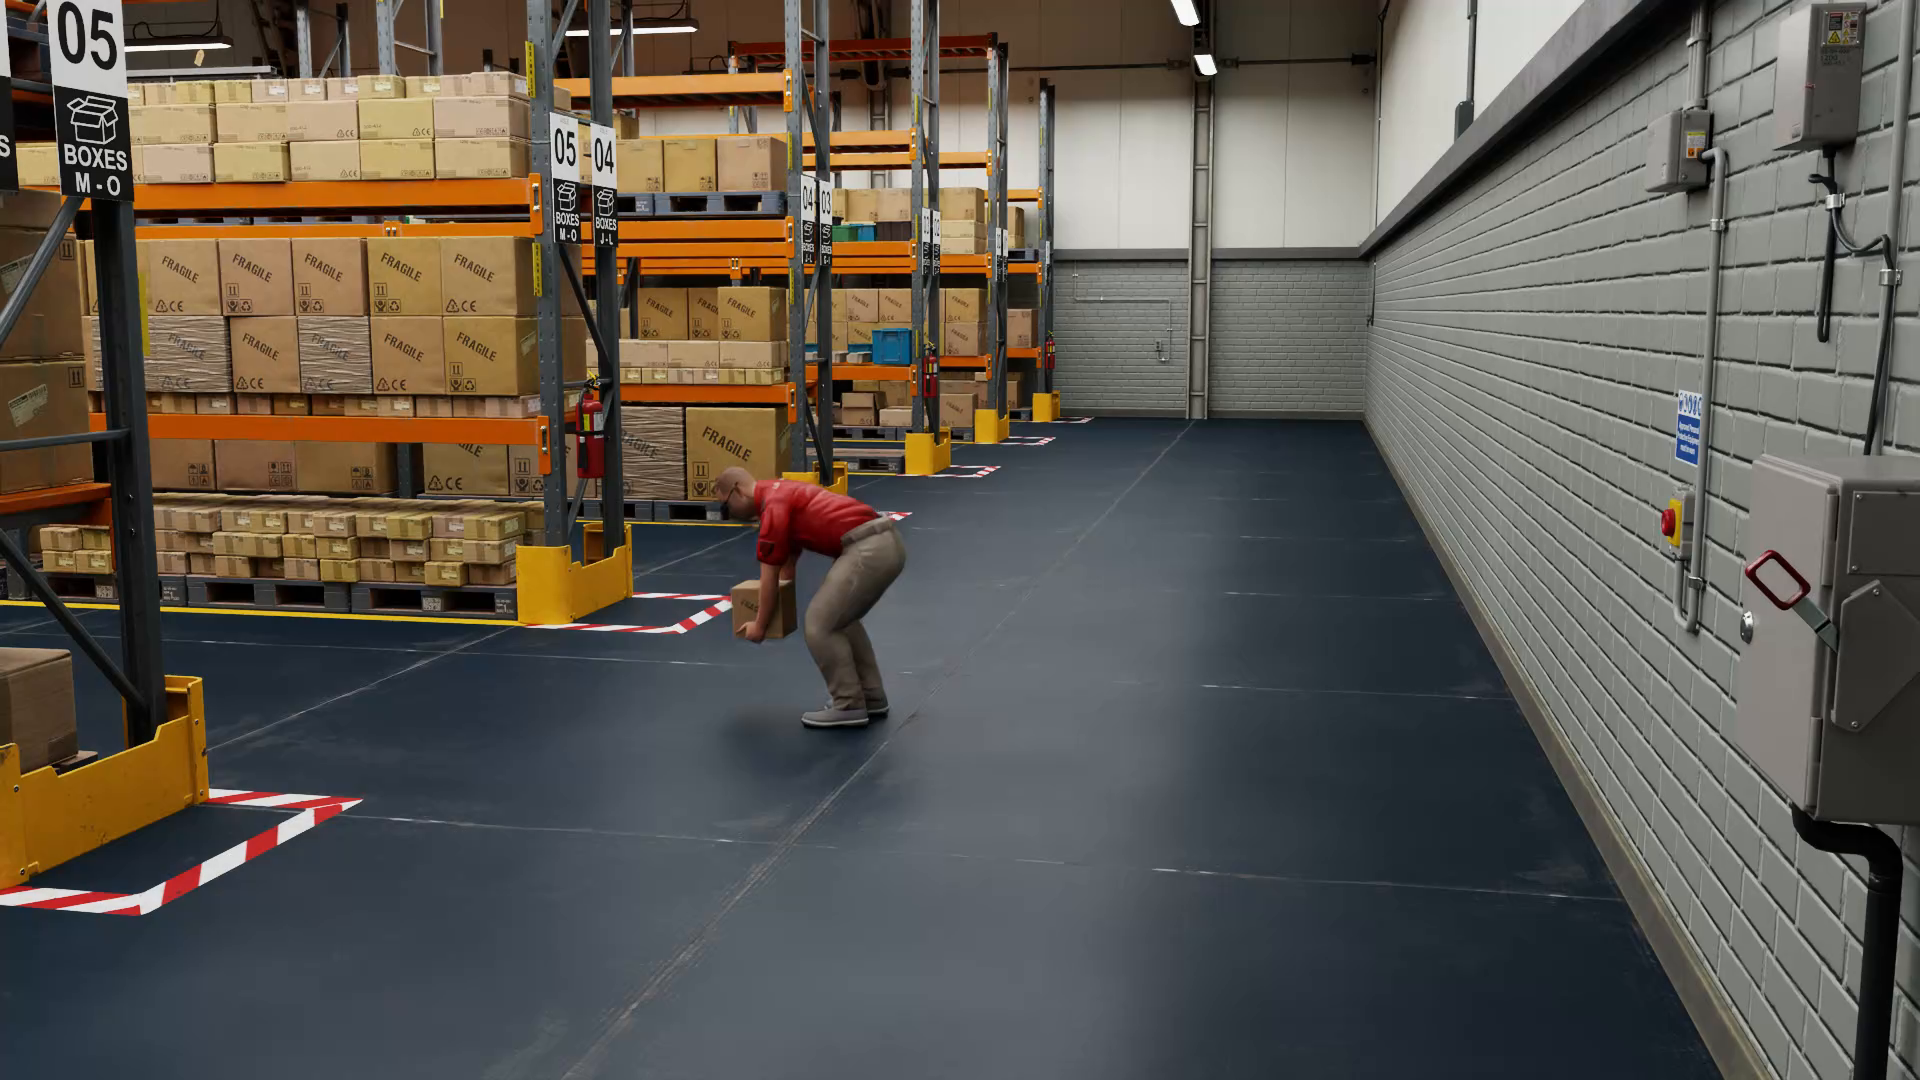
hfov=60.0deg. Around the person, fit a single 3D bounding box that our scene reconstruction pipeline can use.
[{"bbox_3d":[-0.727,0.265,8.094,0.915,1.243,0.499,1,8,9],"label":"person"}]
